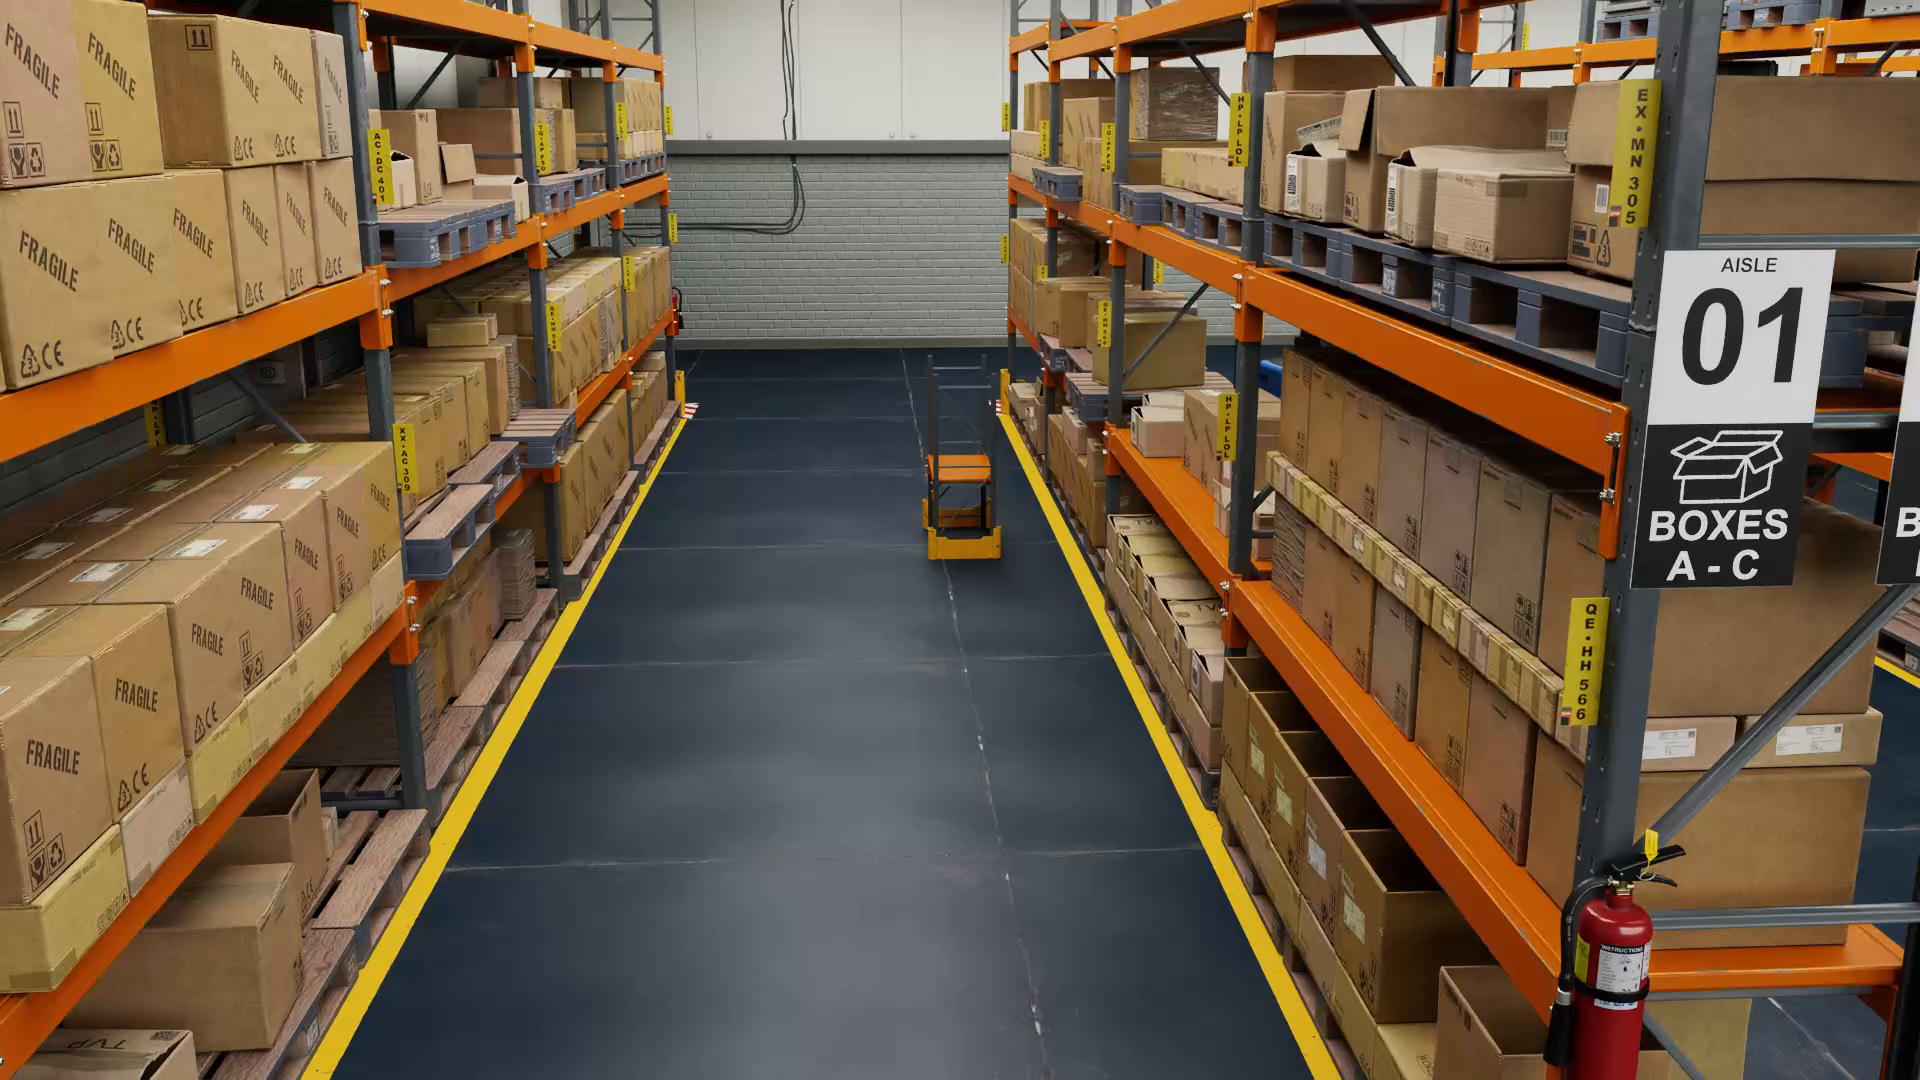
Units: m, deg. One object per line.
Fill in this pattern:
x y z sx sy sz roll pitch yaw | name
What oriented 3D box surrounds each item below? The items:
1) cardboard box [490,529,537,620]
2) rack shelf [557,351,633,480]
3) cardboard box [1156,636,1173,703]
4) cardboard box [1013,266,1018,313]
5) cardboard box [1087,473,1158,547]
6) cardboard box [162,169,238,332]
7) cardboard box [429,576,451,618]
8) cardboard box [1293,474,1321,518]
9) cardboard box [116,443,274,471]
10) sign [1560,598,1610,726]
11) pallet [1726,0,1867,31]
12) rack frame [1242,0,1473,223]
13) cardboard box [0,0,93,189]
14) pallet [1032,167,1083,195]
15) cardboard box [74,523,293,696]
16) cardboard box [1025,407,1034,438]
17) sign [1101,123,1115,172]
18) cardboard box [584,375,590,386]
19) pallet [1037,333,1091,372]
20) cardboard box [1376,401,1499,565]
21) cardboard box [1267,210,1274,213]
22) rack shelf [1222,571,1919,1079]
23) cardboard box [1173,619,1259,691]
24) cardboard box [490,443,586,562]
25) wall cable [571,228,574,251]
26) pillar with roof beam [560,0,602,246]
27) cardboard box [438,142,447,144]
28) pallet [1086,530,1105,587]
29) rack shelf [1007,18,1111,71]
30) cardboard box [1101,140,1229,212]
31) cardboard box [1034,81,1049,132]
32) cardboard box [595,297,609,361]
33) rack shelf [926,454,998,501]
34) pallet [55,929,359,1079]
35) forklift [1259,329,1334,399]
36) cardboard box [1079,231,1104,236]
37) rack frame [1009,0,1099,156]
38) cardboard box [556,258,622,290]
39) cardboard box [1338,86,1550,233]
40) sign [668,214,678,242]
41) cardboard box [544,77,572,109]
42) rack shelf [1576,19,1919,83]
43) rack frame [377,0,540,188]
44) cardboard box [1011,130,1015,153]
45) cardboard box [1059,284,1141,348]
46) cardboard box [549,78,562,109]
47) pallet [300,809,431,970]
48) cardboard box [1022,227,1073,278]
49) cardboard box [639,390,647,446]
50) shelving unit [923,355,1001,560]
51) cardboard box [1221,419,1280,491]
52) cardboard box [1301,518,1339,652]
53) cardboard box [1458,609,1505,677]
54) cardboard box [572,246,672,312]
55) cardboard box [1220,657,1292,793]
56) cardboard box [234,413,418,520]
-3.276 0.232 11.238 0.700 0.500 0.500 -1 14 -3 | cardboard box
-3.497 -1.093 13.697 1.077 0.370 4.000 -1 14 -3 | rack shelf
1.442 0.750 9.766 0.500 0.250 0.500 -1 14 -2 | cardboard box
0.877 -2.816 18.752 0.500 0.500 0.500 -1 14 -4 | cardboard box
1.279 -0.253 13.122 0.500 0.500 0.500 0 14 -1 | cardboard box
-2.737 -0.948 5.431 0.500 0.500 0.500 0 14 0 | cardboard box
-3.254 0.264 9.610 0.500 0.250 0.500 -1 14 -5 | cardboard box
1.676 -0.192 7.252 0.380 0.149 0.250 -1 14 -5 | cardboard box
-3.304 -0.129 7.264 0.500 0.500 0.500 -1 14 -5 | cardboard box
1.524 0.298 4.050 0.100 0.325 0.005 -1 14 -3 | sign
6.501 -3.897 12.294 1.213 0.211 1.003 -1 14 -3 | pallet
1.819 -2.932 7.361 1.000 3.000 0.127 -1 14 -3 | rack frame
-2.639 -1.174 4.303 0.500 0.500 0.500 -1 14 -4 | cardboard box
1.294 -3.214 14.857 1.213 0.211 1.003 -1 14 -3 | pallet
-2.697 0.242 5.820 0.500 0.500 0.500 0 14 -2 | cardboard box
0.958 -1.251 17.381 0.500 0.311 0.500 -1 14 -3 | cardboard box
1.029 -2.716 11.506 0.100 0.325 0.005 -1 14 -3 | sign
-3.277 -1.364 13.772 0.380 0.149 0.250 0 14 -2 | cardboard box
1.264 -1.723 15.087 1.003 0.211 1.213 -1 14 -3 | pallet
1.946 -0.218 6.051 0.700 0.500 0.500 -1 14 -3 | cardboard box
1.790 -1.763 8.298 0.500 0.250 0.500 1 14 2 | cardboard box
1.943 0.819 6.265 1.077 0.370 4.000 -1 14 -3 | rack shelf
1.469 0.605 9.206 0.500 0.311 0.500 0 14 -2 | cardboard box
-3.287 -0.291 12.609 0.750 0.750 0.750 -1 14 -4 | cardboard box
-4.892 -3.729 20.462 0.084 1.984 1.851 -1 14 -3 | wall cable
-0.602 -6.563 21.476 9.100 9.000 0.400 -1 14 -3 | pillar with roof beam
-3.558 -2.272 10.576 0.500 0.500 0.500 -1 14 -3 | cardboard box
1.563 0.143 13.047 1.003 0.211 1.213 -1 14 -3 | pallet
1.199 -5.069 17.117 1.077 0.370 4.000 -1 14 -3 | rack shelf
1.510 -2.630 12.009 0.910 0.500 0.500 -1 14 -3 | cardboard box
1.146 -4.494 17.247 0.700 0.500 0.500 -1 14 -3 | cardboard box
-3.276 -1.778 14.079 0.500 0.500 0.500 -1 14 -3 | cardboard box
0.005 -0.531 13.802 0.538 0.185 1.000 -1 14 -3 | rack shelf
-2.969 1.872 6.326 1.003 0.211 1.213 -1 14 -3 | pallet
3.852 -1.875 15.432 1.130 2.935 3.031 -4 15 -14 | forklift
1.511 -2.926 17.173 0.500 0.500 0.500 -1 14 -5 | cardboard box
1.075 -5.916 18.960 1.000 3.000 0.127 -1 14 -3 | rack frame
-3.336 -2.392 14.959 0.500 0.250 0.500 -1 14 -2 | cardboard box
1.795 -1.389 6.053 0.797 0.503 0.637 1 14 3 | cardboard box
-3.326 -3.614 19.253 0.100 0.325 0.005 -1 14 -3 | sign
-3.897 -4.104 15.689 0.500 0.500 0.500 -1 14 -4 | cardboard box
6.391 -3.957 13.594 1.077 0.370 4.000 -1 14 -3 | rack shelf
-3.373 -3.849 10.927 1.000 3.000 0.127 -1 14 -3 | rack frame
0.847 -4.501 18.778 0.500 0.250 0.500 -1 14 -3 | cardboard box
1.235 -1.976 14.645 0.700 0.500 0.500 1 14 5 | cardboard box
-3.697 -3.795 14.148 0.500 0.250 0.500 0 14 1 | cardboard box
-3.048 1.568 7.508 1.003 0.211 1.213 -1 14 -3 | pallet
0.938 -3.048 17.647 0.500 0.500 0.500 -1 14 -4 | cardboard box
-3.593 -1.244 17.015 0.700 0.500 0.500 -1 14 -4 | cardboard box
0.005 -0.707 13.766 0.587 1.500 1.083 -1 14 -3 | shelving unit
1.755 -0.397 9.349 0.500 0.500 0.500 0 14 1 | cardboard box
1.892 0.167 7.158 0.700 0.500 0.500 -1 14 -4 | cardboard box
1.806 0.323 5.250 0.380 0.149 0.250 -1 14 -3 | cardboard box
-3.827 -2.952 18.877 0.980 0.700 0.700 0 14 -1 | cardboard box
1.535 0.859 7.839 0.500 0.500 0.500 -1 14 -3 | cardboard box
-3.123 -0.337 8.235 0.700 0.500 0.500 -1 14 -3 | cardboard box
